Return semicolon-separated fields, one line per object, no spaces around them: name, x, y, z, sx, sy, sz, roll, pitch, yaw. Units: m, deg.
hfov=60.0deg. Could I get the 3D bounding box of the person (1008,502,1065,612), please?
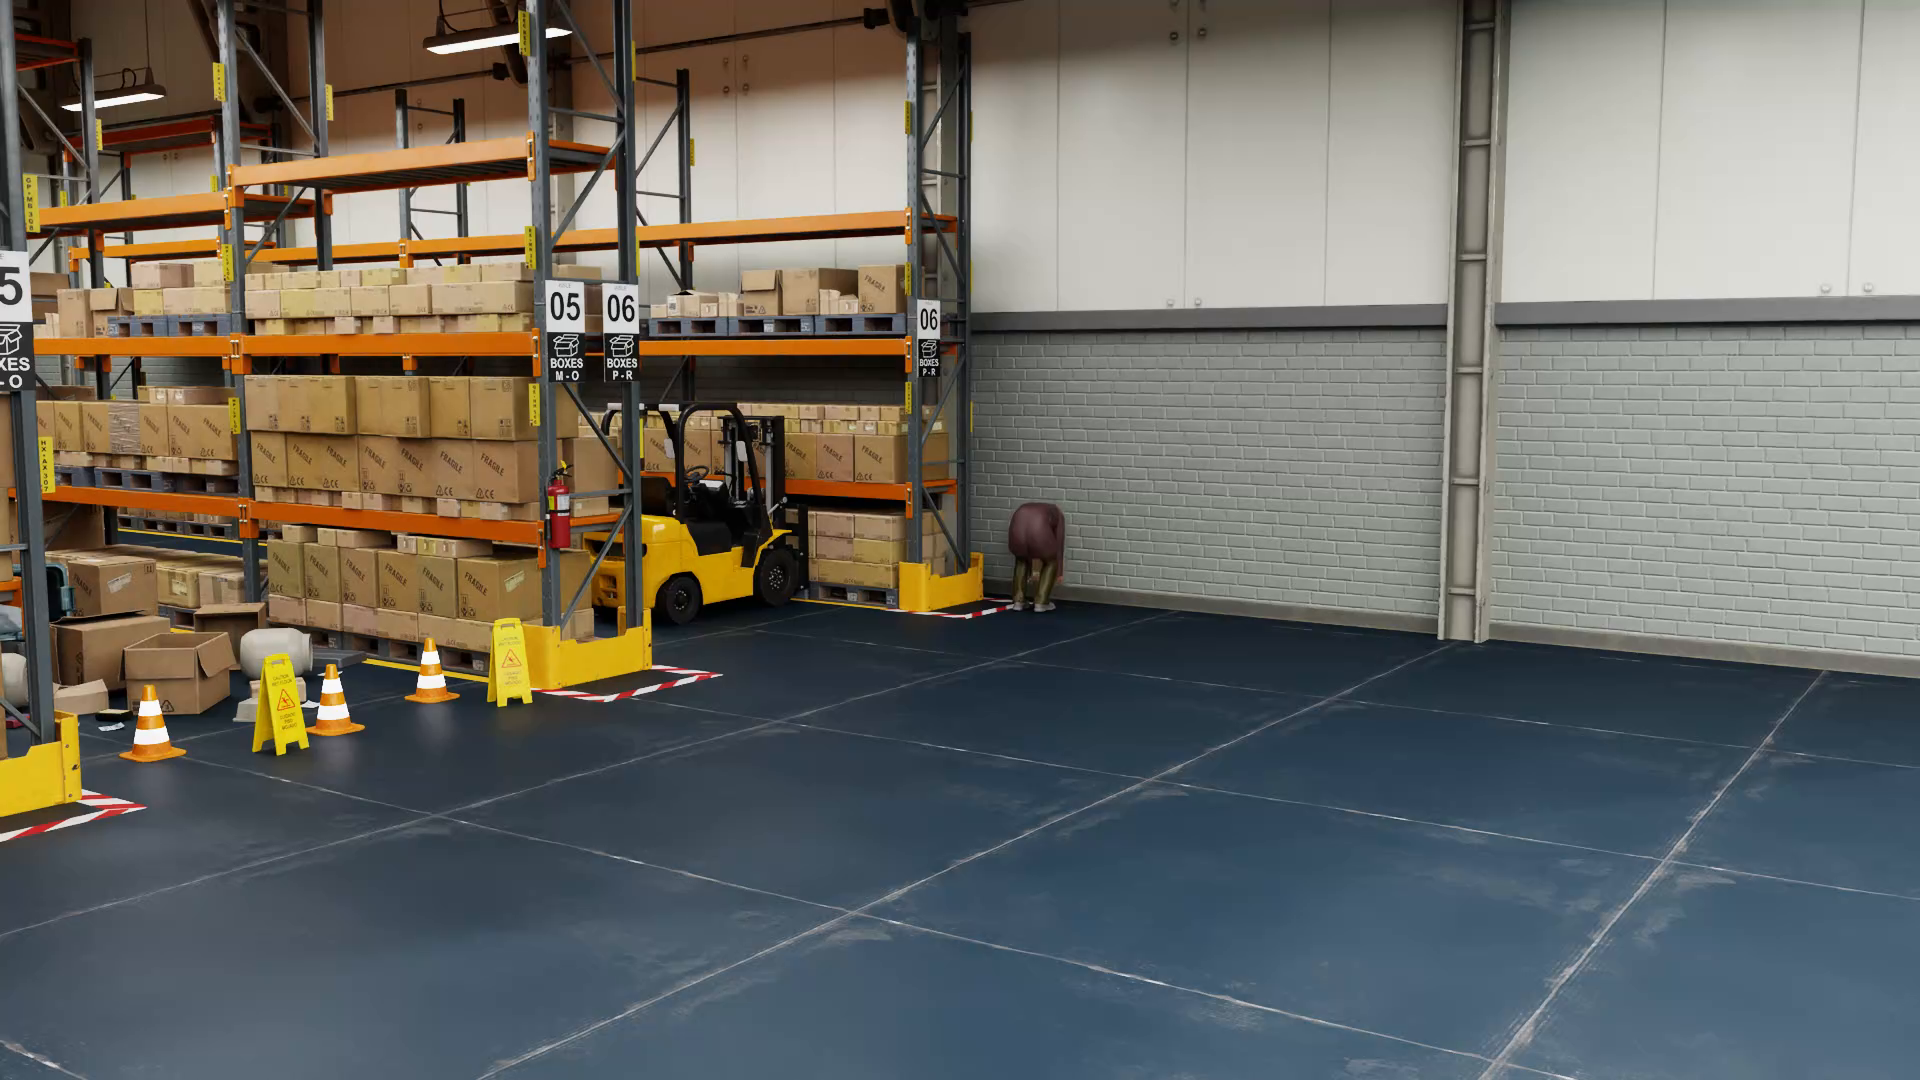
person;0.846;0.149;17.409;0.571;1.127;0.950;3;7;24
